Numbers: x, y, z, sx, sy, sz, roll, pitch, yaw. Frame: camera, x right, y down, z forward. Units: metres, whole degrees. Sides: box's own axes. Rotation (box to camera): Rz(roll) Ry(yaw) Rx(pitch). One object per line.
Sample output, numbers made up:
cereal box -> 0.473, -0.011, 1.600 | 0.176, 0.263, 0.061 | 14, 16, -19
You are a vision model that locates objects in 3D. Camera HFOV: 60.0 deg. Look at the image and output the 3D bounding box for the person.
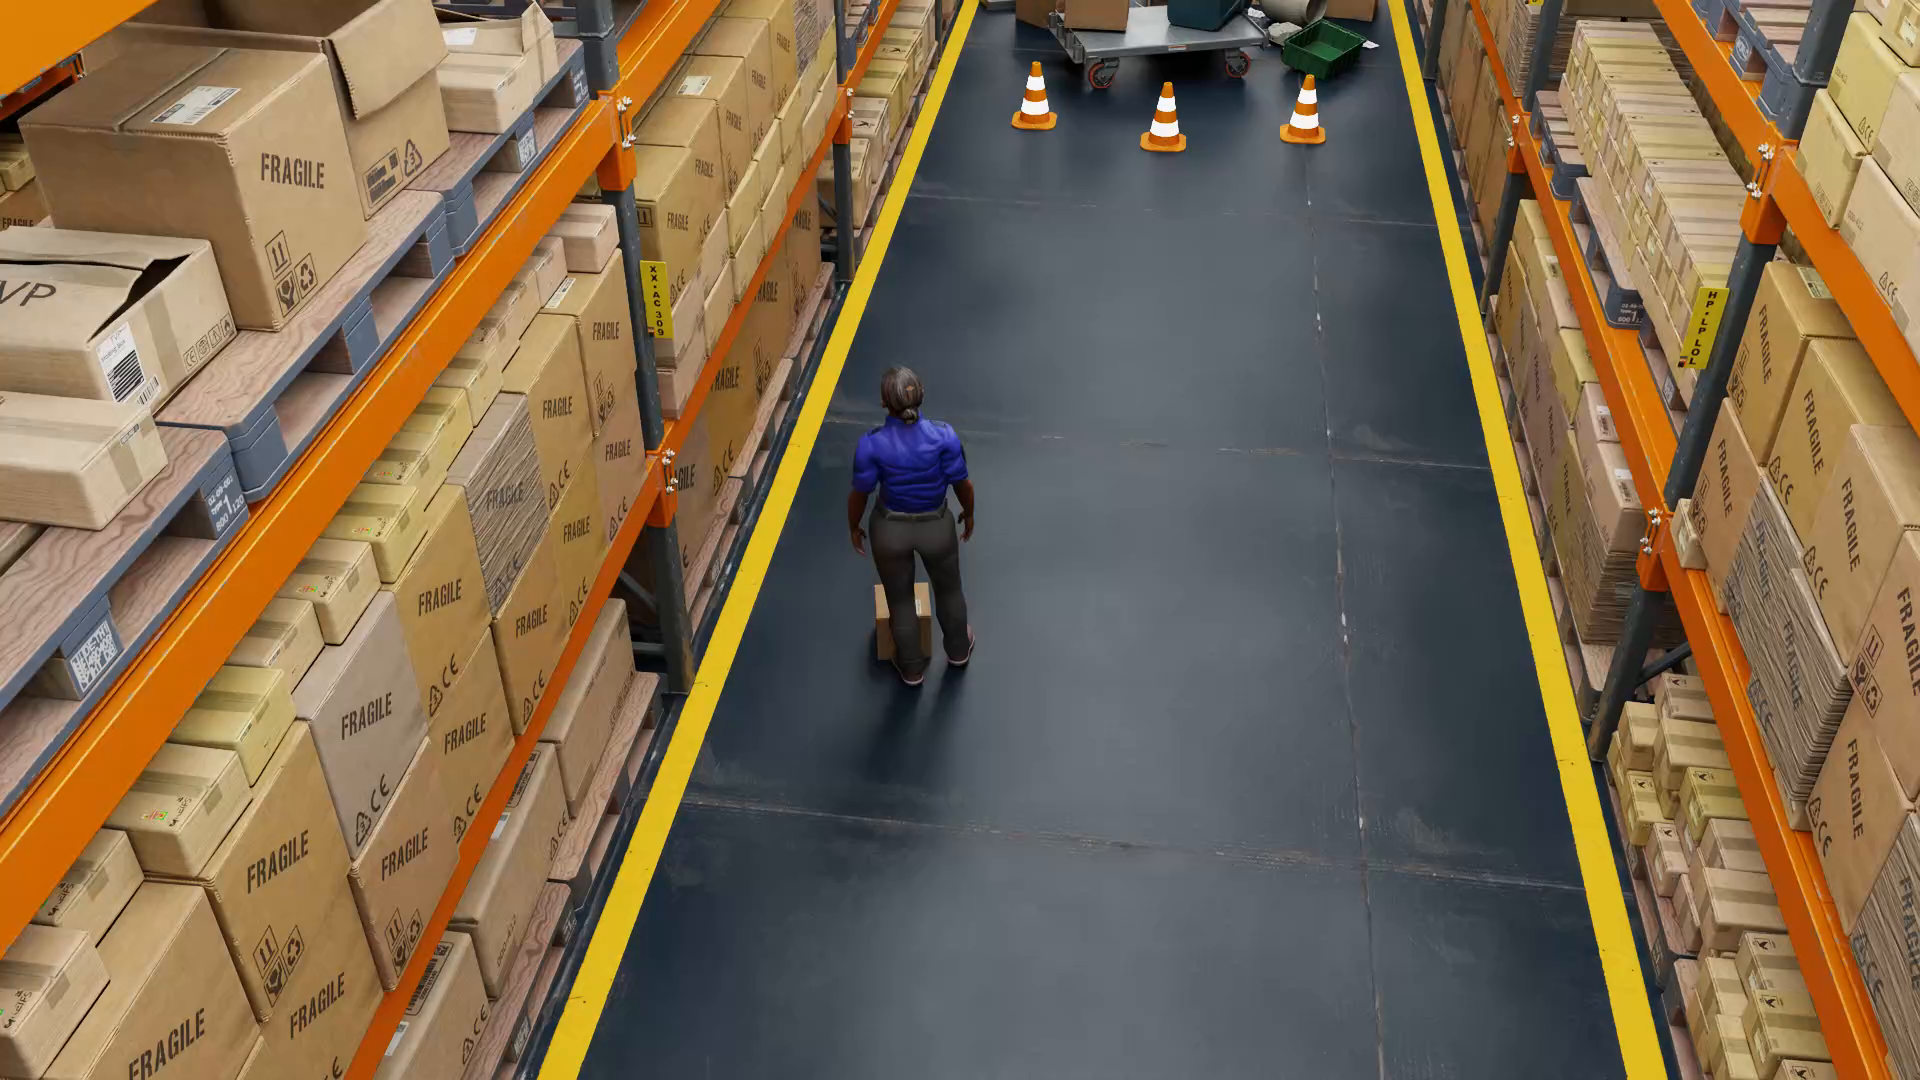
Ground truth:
person -> -0.187, -0.087, 7.147 | 0.550, 1.654, 0.503 | -4, 37, -5
